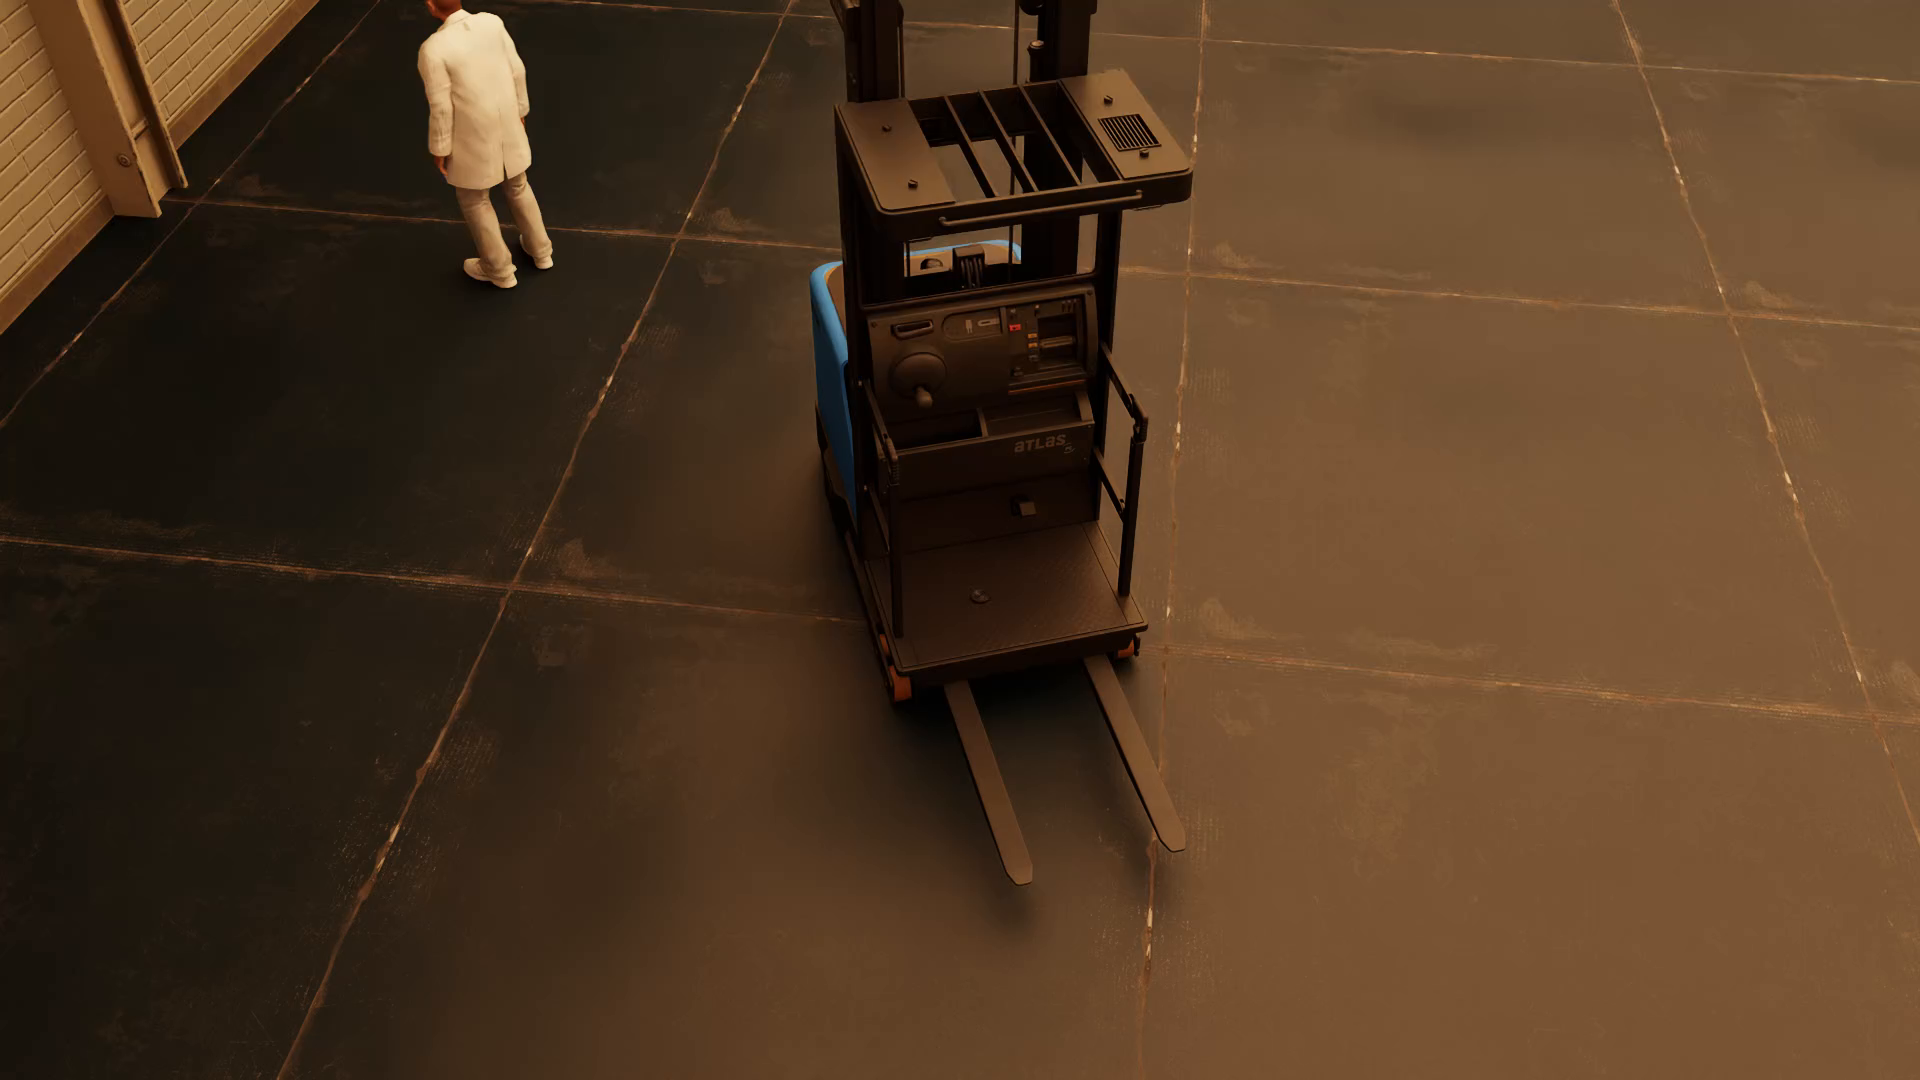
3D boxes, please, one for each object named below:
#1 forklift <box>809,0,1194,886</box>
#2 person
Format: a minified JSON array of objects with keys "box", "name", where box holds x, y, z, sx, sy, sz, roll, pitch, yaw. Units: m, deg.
[{"box":[0.153,-0.681,6.465,1.130,2.935,3.031,-10,44,-11],"name":"forklift"},{"box":[-2.591,-2.198,8.974,0.436,1.772,0.647,29,50,28],"name":"person"}]
